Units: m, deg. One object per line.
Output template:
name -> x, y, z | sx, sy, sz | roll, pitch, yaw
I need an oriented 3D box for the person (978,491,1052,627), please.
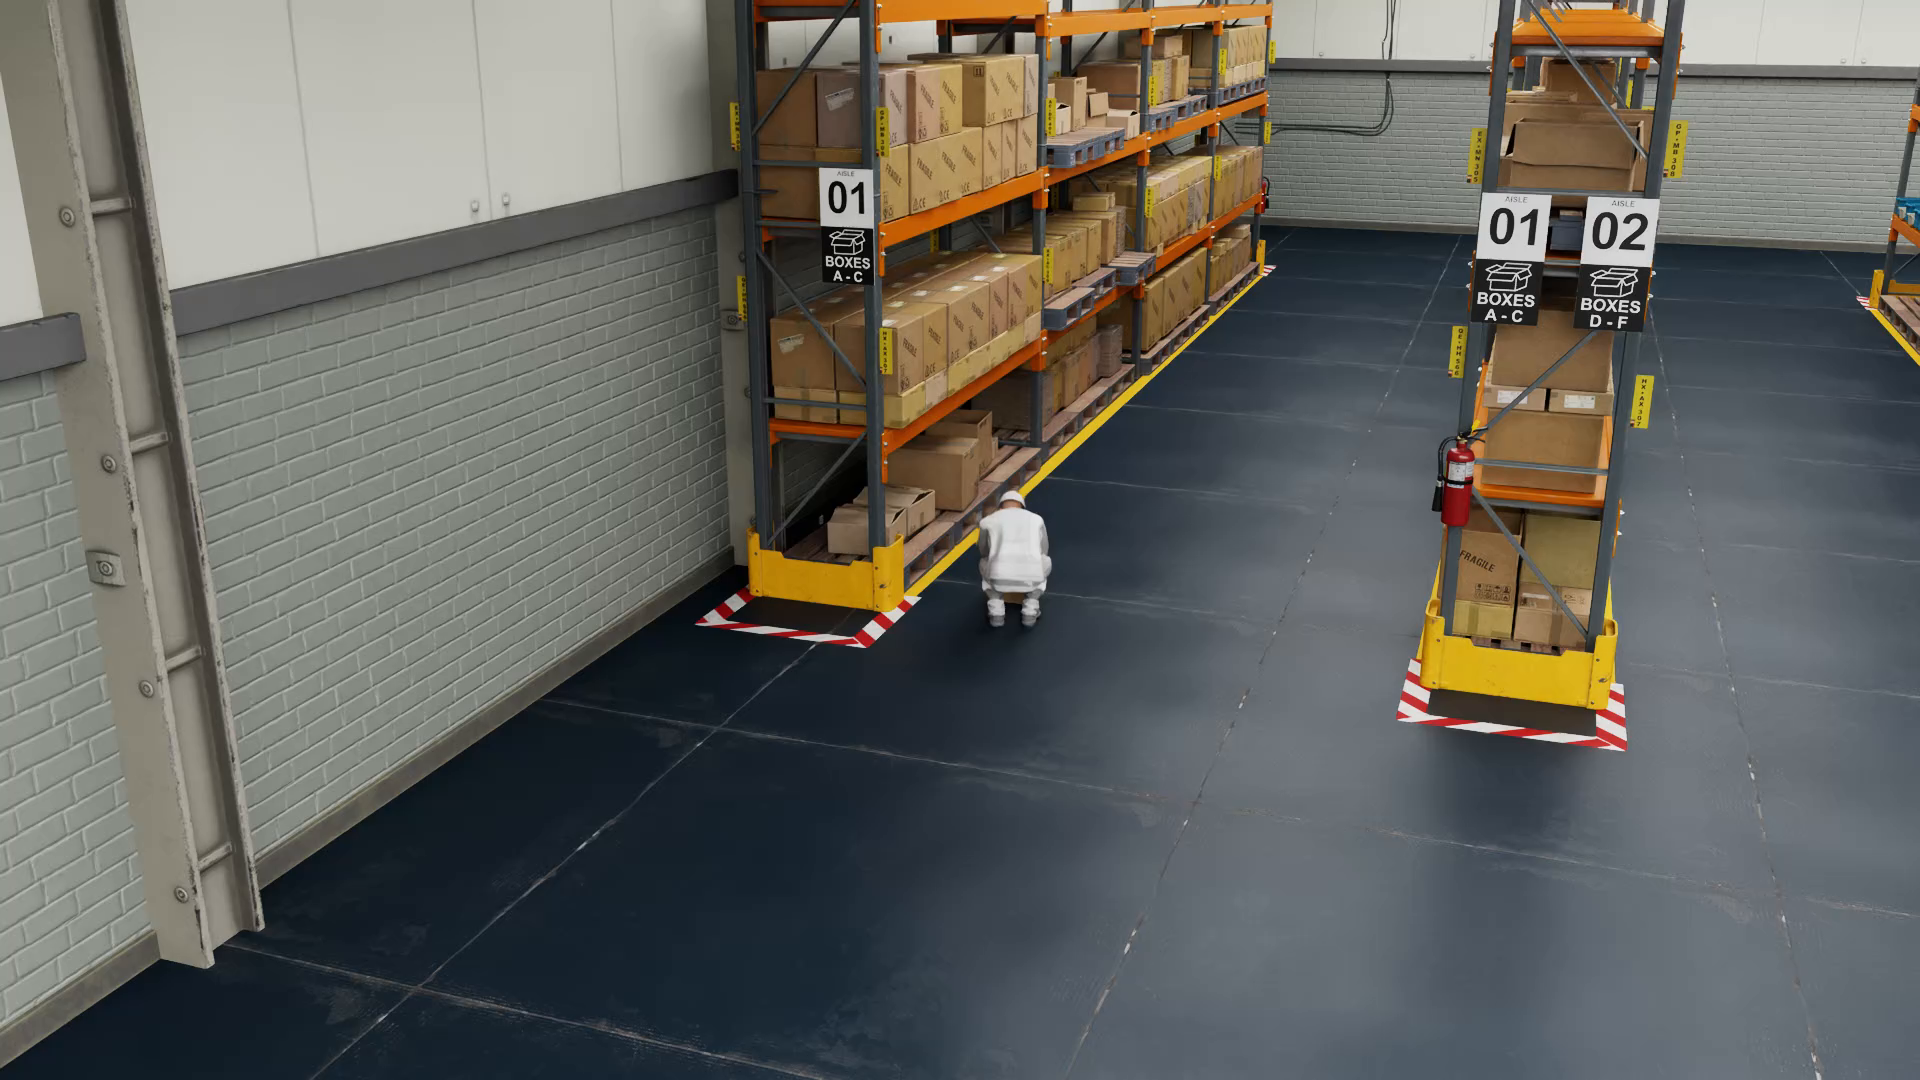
person -> 0.394, 0.161, 12.102 | 0.551, 0.877, 0.908 | 2, 19, 6
